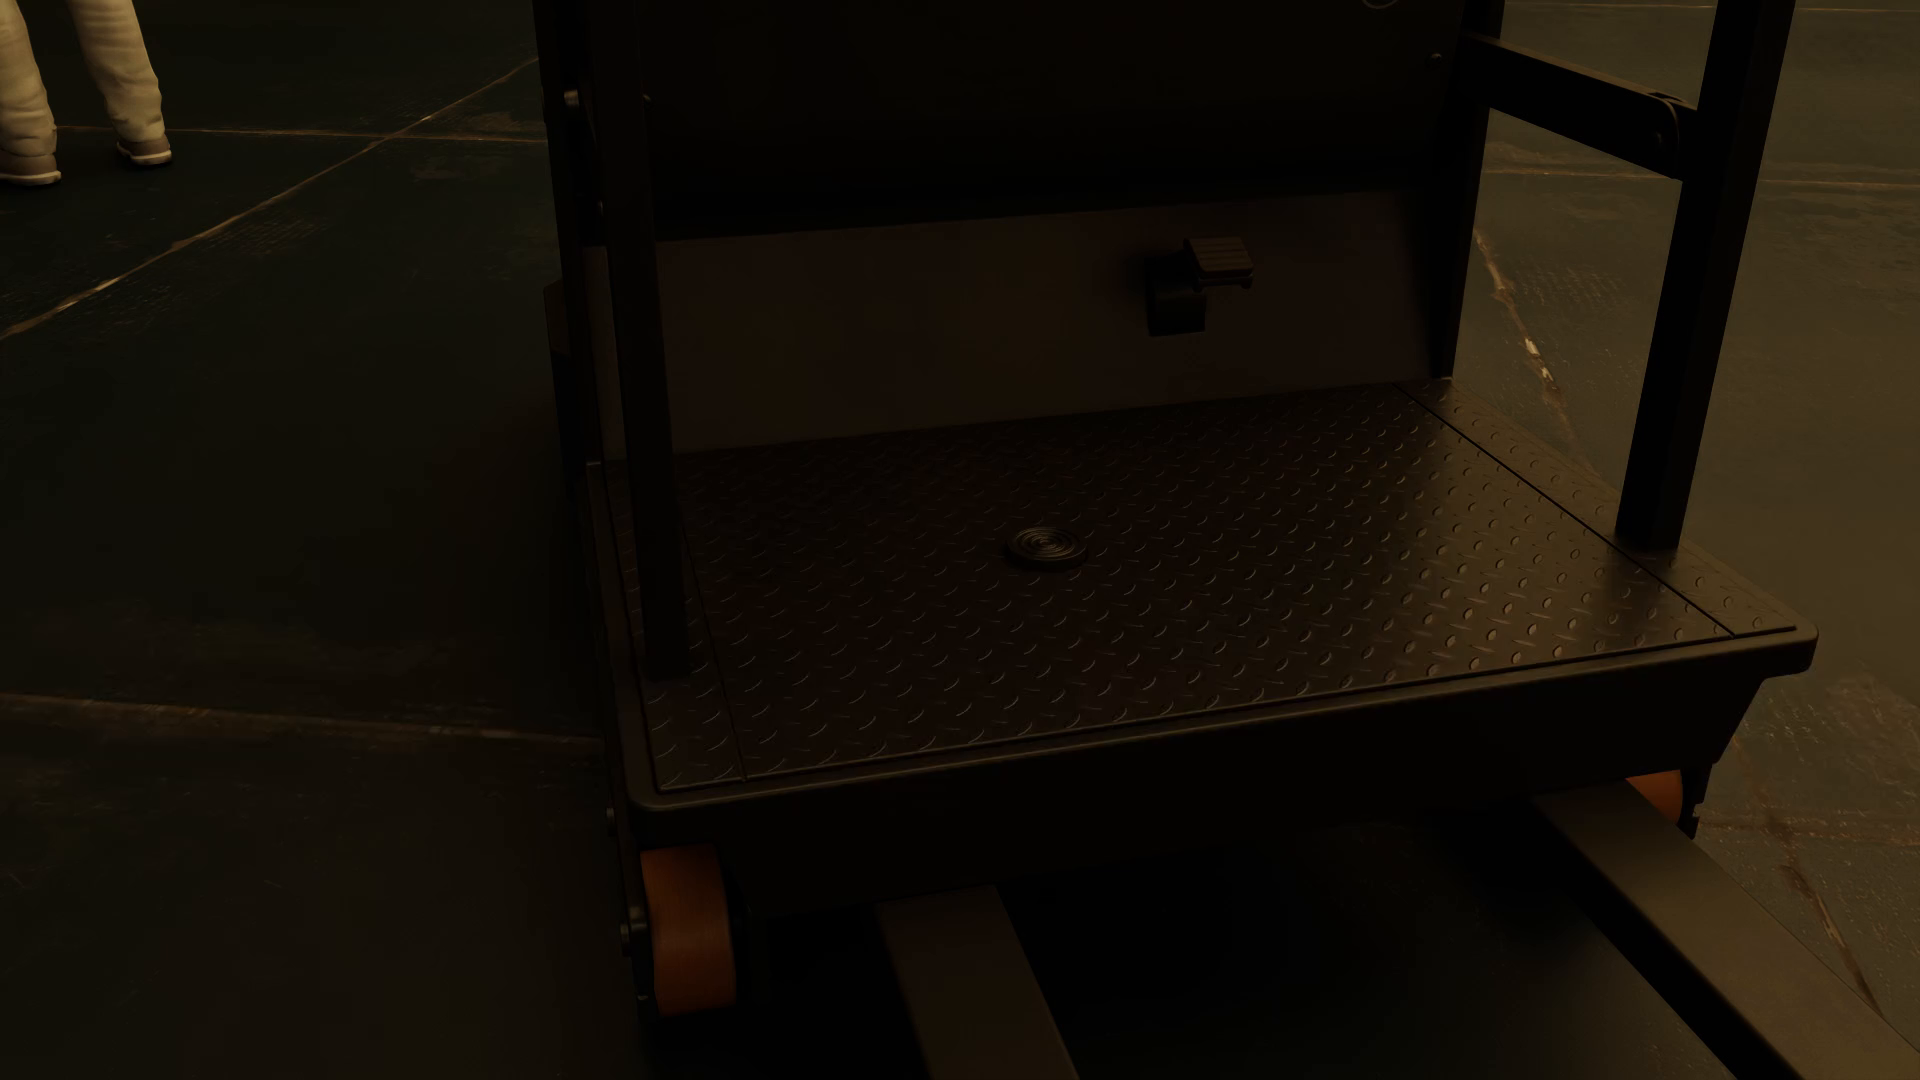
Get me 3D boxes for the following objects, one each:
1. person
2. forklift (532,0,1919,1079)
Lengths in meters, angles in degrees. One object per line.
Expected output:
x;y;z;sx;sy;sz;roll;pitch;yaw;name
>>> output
-2.377;-1.773;4.093;0.435;1.749;0.585;24;35;39;person
0.153;-1.049;1.319;1.130;2.935;3.031;-7;27;-13;forklift
